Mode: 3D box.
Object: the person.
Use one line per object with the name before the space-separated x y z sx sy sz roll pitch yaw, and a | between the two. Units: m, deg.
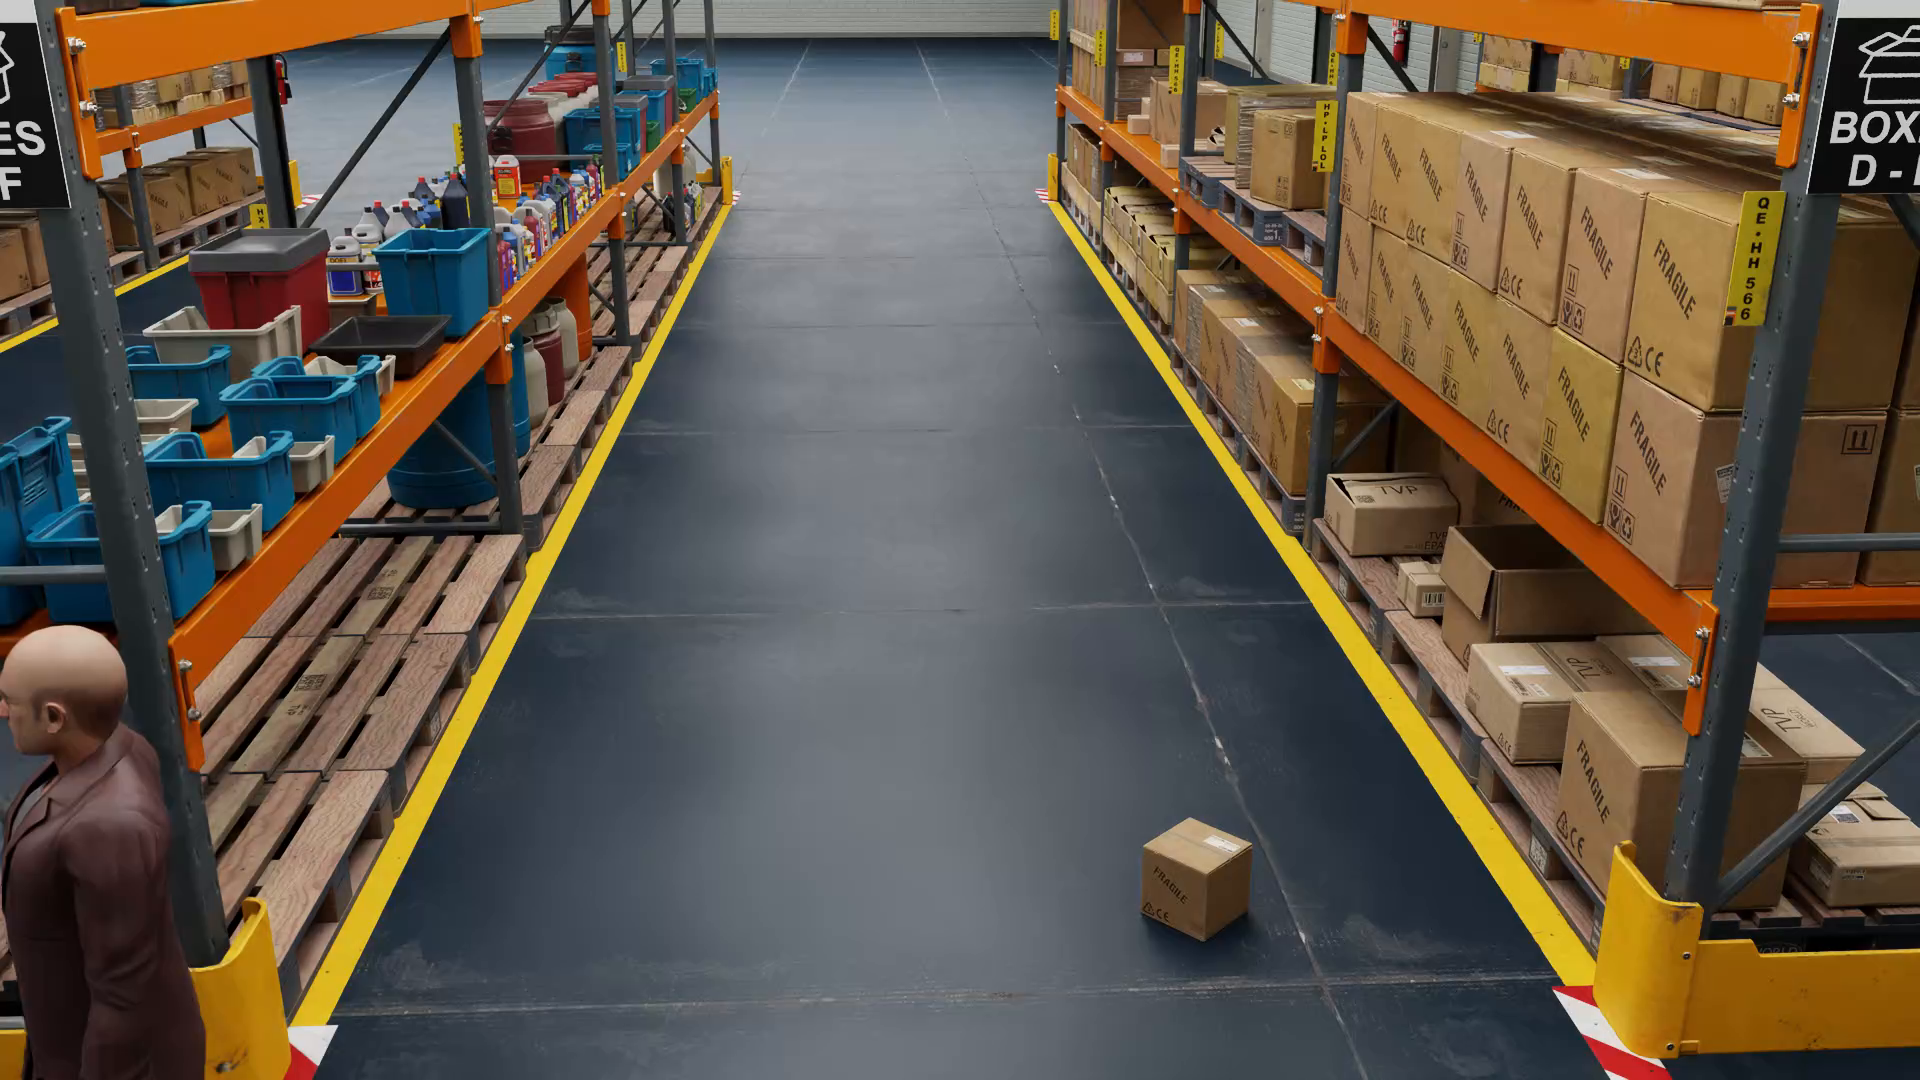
person | -1.616 1.001 3.296 0.724 1.767 0.617 -12 23 -29
